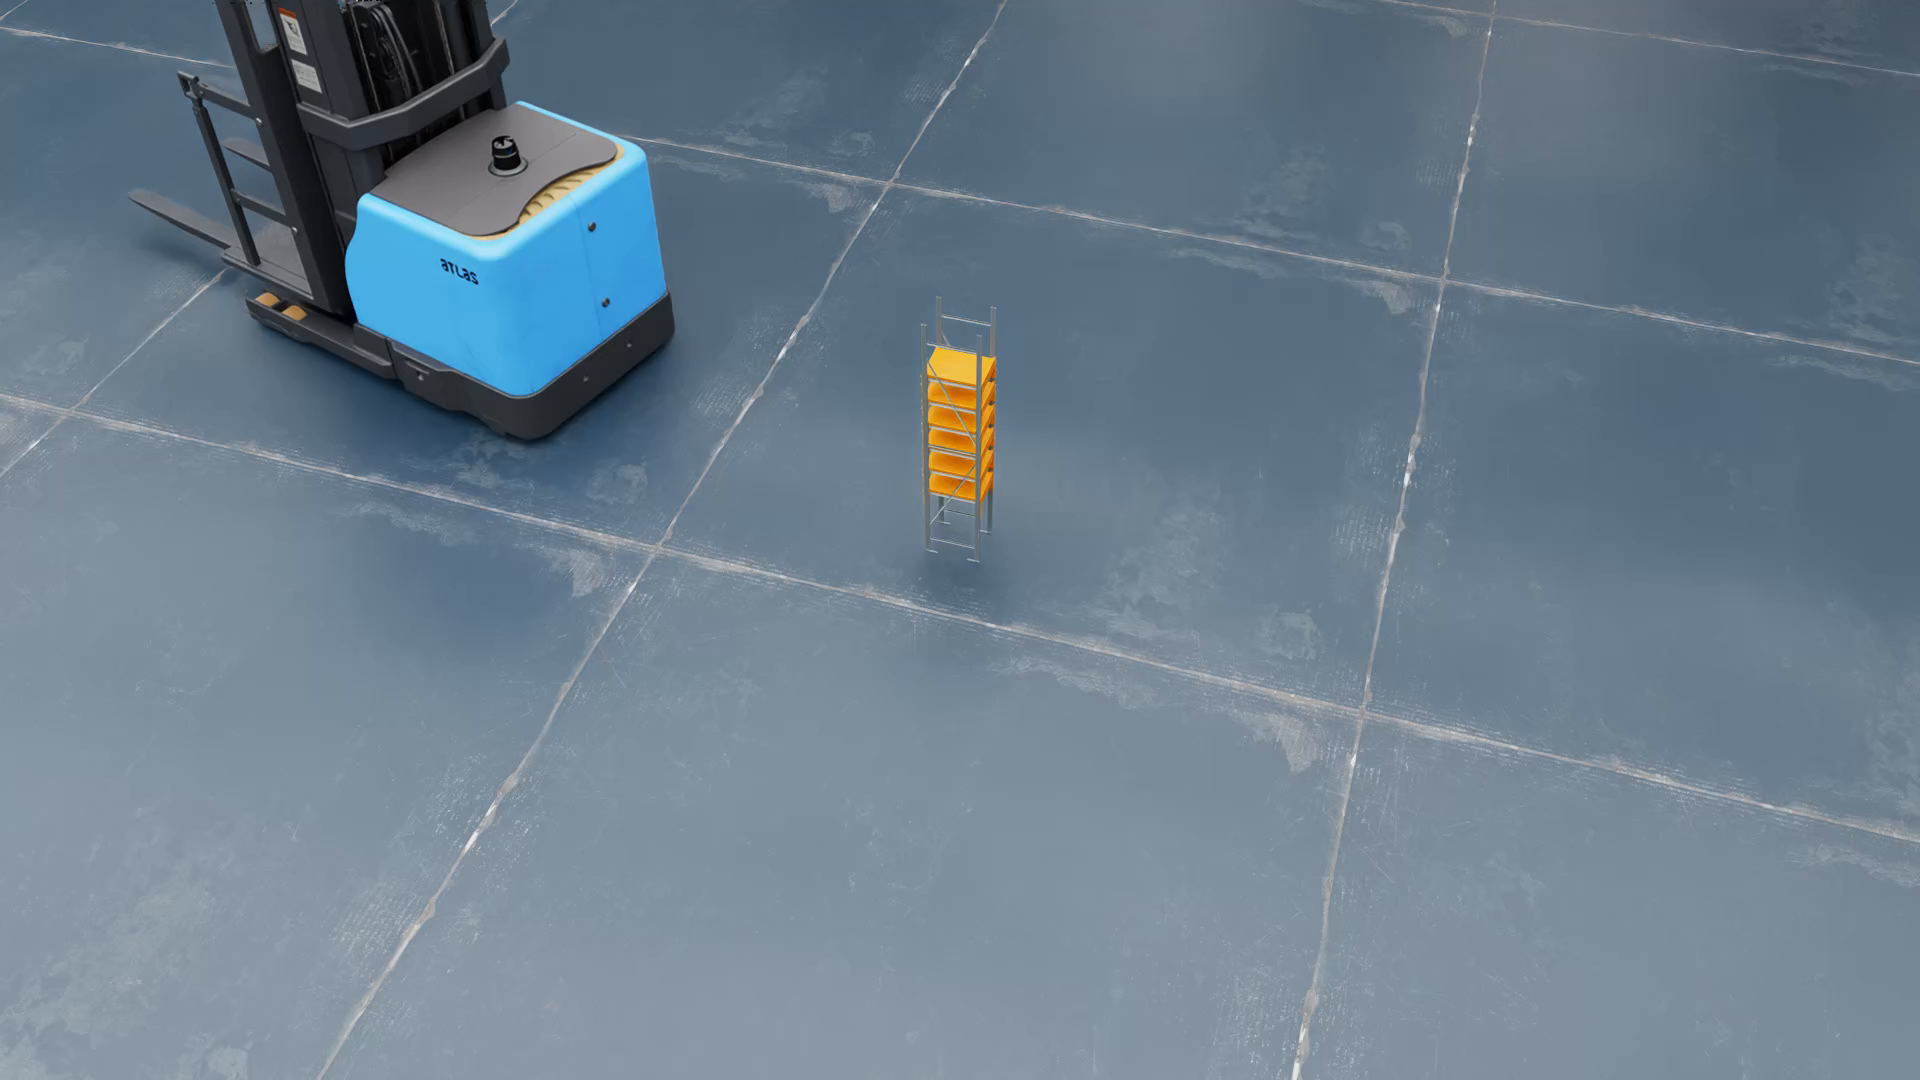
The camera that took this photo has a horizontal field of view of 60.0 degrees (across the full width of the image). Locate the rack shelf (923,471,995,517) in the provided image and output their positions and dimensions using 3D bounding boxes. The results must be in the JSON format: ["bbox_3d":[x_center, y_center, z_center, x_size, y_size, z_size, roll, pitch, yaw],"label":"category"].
[{"bbox_3d":[-0.004,-0.216,6.918,0.258,0.103,0.180,13,46,12],"label":"rack shelf"}]

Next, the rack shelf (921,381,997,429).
[{"bbox_3d":[-0.004,-0.559,6.583,0.258,0.103,0.180,13,46,12],"label":"rack shelf"}]

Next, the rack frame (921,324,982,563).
[{"bbox_3d":[-0.032,-0.358,6.657,0.240,1.200,0.006,13,46,12],"label":"rack frame"}]

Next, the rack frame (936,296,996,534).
[{"bbox_3d":[0.023,-0.480,6.782,0.240,1.200,0.006,13,46,12],"label":"rack frame"}]

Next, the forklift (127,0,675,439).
[{"bbox_3d":[-2.898,-2.309,7.413,3.031,2.935,1.130,25,49,23],"label":"forklift"}]

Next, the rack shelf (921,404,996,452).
[{"bbox_3d":[-0.004,-0.473,6.667,0.258,0.103,0.180,13,46,12],"label":"rack shelf"}]

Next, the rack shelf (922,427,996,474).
[{"bbox_3d":[-0.004,-0.387,6.751,0.258,0.103,0.180,13,46,12],"label":"rack shelf"}]

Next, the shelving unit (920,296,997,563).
[{"bbox_3d":[-0.004,-0.419,6.719,0.258,1.200,0.189,13,46,12],"label":"shelving unit"}]

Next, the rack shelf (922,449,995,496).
[{"bbox_3d":[-0.004,-0.302,6.834,0.258,0.103,0.180,13,46,12],"label":"rack shelf"}]

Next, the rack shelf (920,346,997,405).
[{"bbox_3d":[-0.004,-0.645,6.499,0.258,0.103,0.180,13,46,12],"label":"rack shelf"}]
